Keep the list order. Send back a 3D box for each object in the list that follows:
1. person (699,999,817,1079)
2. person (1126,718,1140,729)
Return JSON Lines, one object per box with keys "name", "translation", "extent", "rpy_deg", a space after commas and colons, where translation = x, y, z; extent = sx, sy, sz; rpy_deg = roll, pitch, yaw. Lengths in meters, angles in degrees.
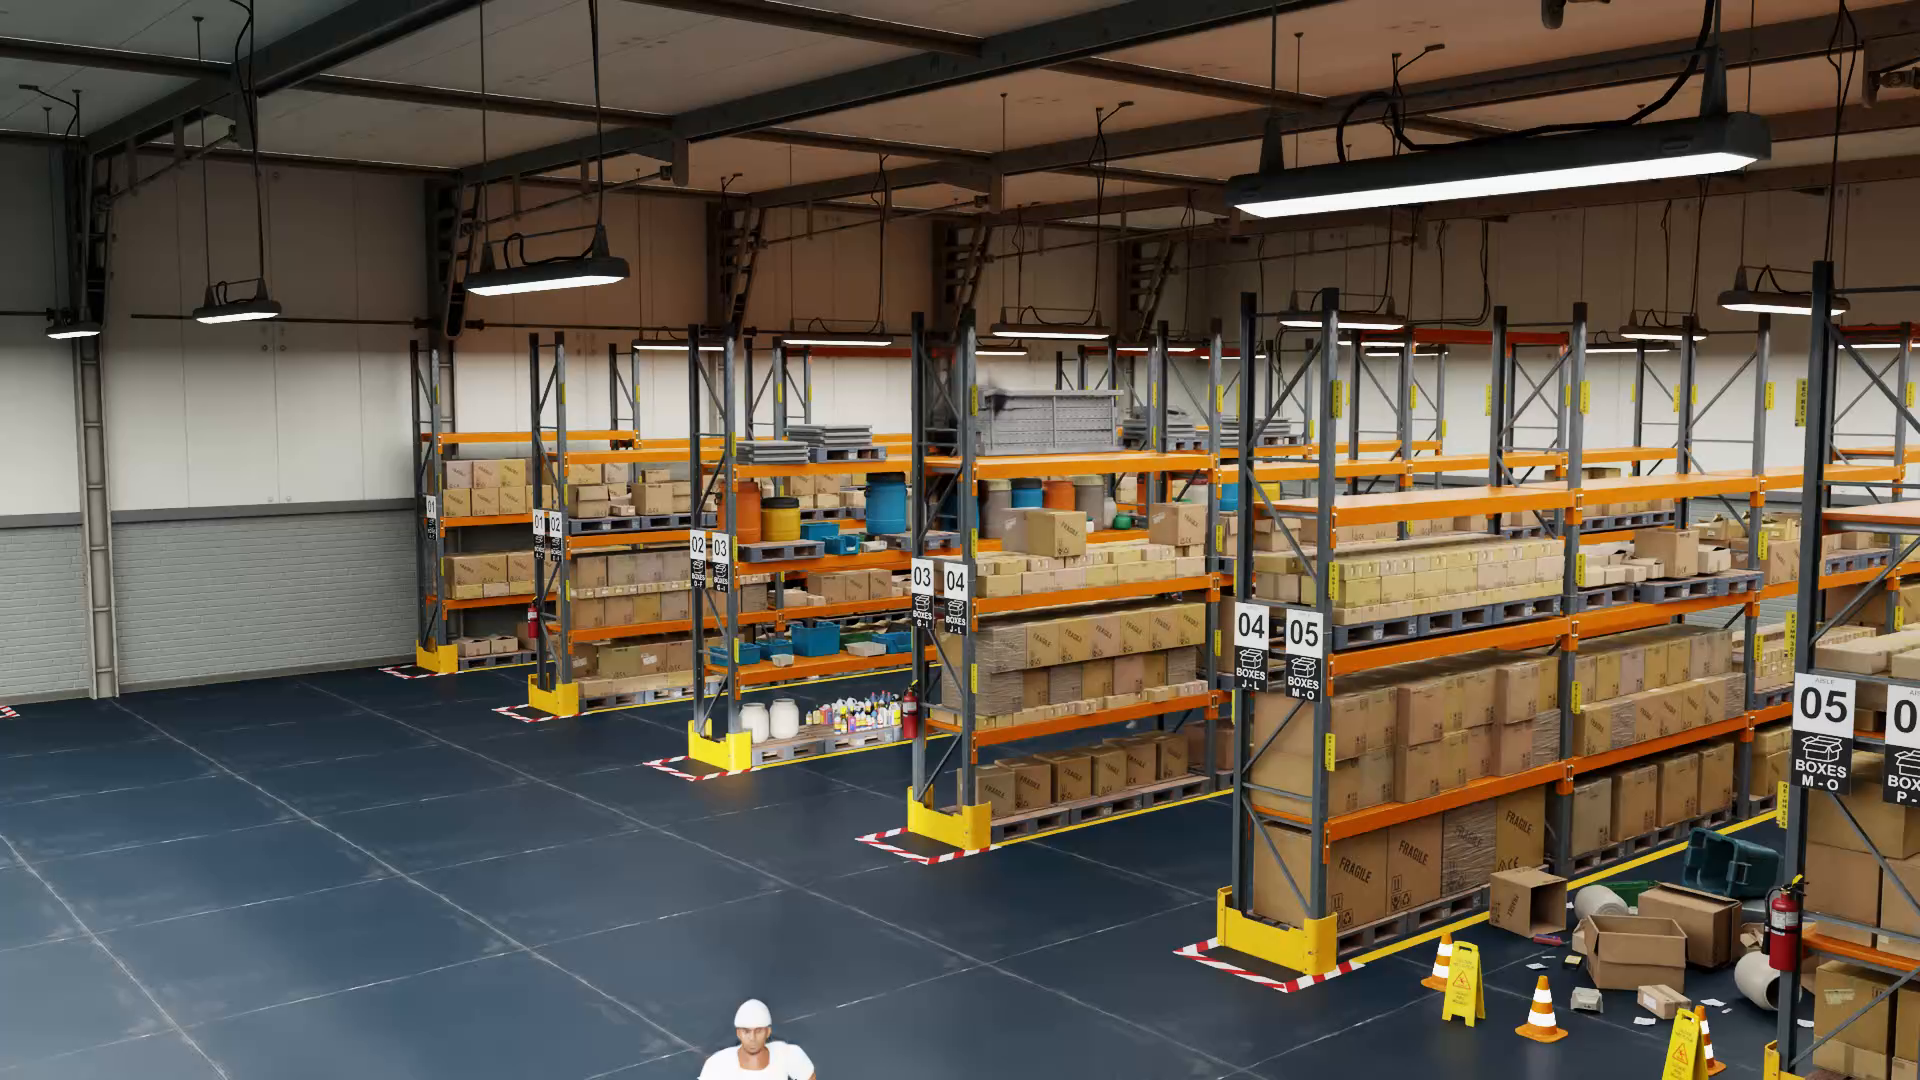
{"name": "person", "translation": [-1.142, 3.424, 9.255], "extent": [0.700, 1.762, 0.956], "rpy_deg": [-1, 5, -6]}
{"name": "person", "translation": [2.413, 1.867, 23.642], "extent": [0.608, 1.660, 0.517], "rpy_deg": [4, 7, 36]}
